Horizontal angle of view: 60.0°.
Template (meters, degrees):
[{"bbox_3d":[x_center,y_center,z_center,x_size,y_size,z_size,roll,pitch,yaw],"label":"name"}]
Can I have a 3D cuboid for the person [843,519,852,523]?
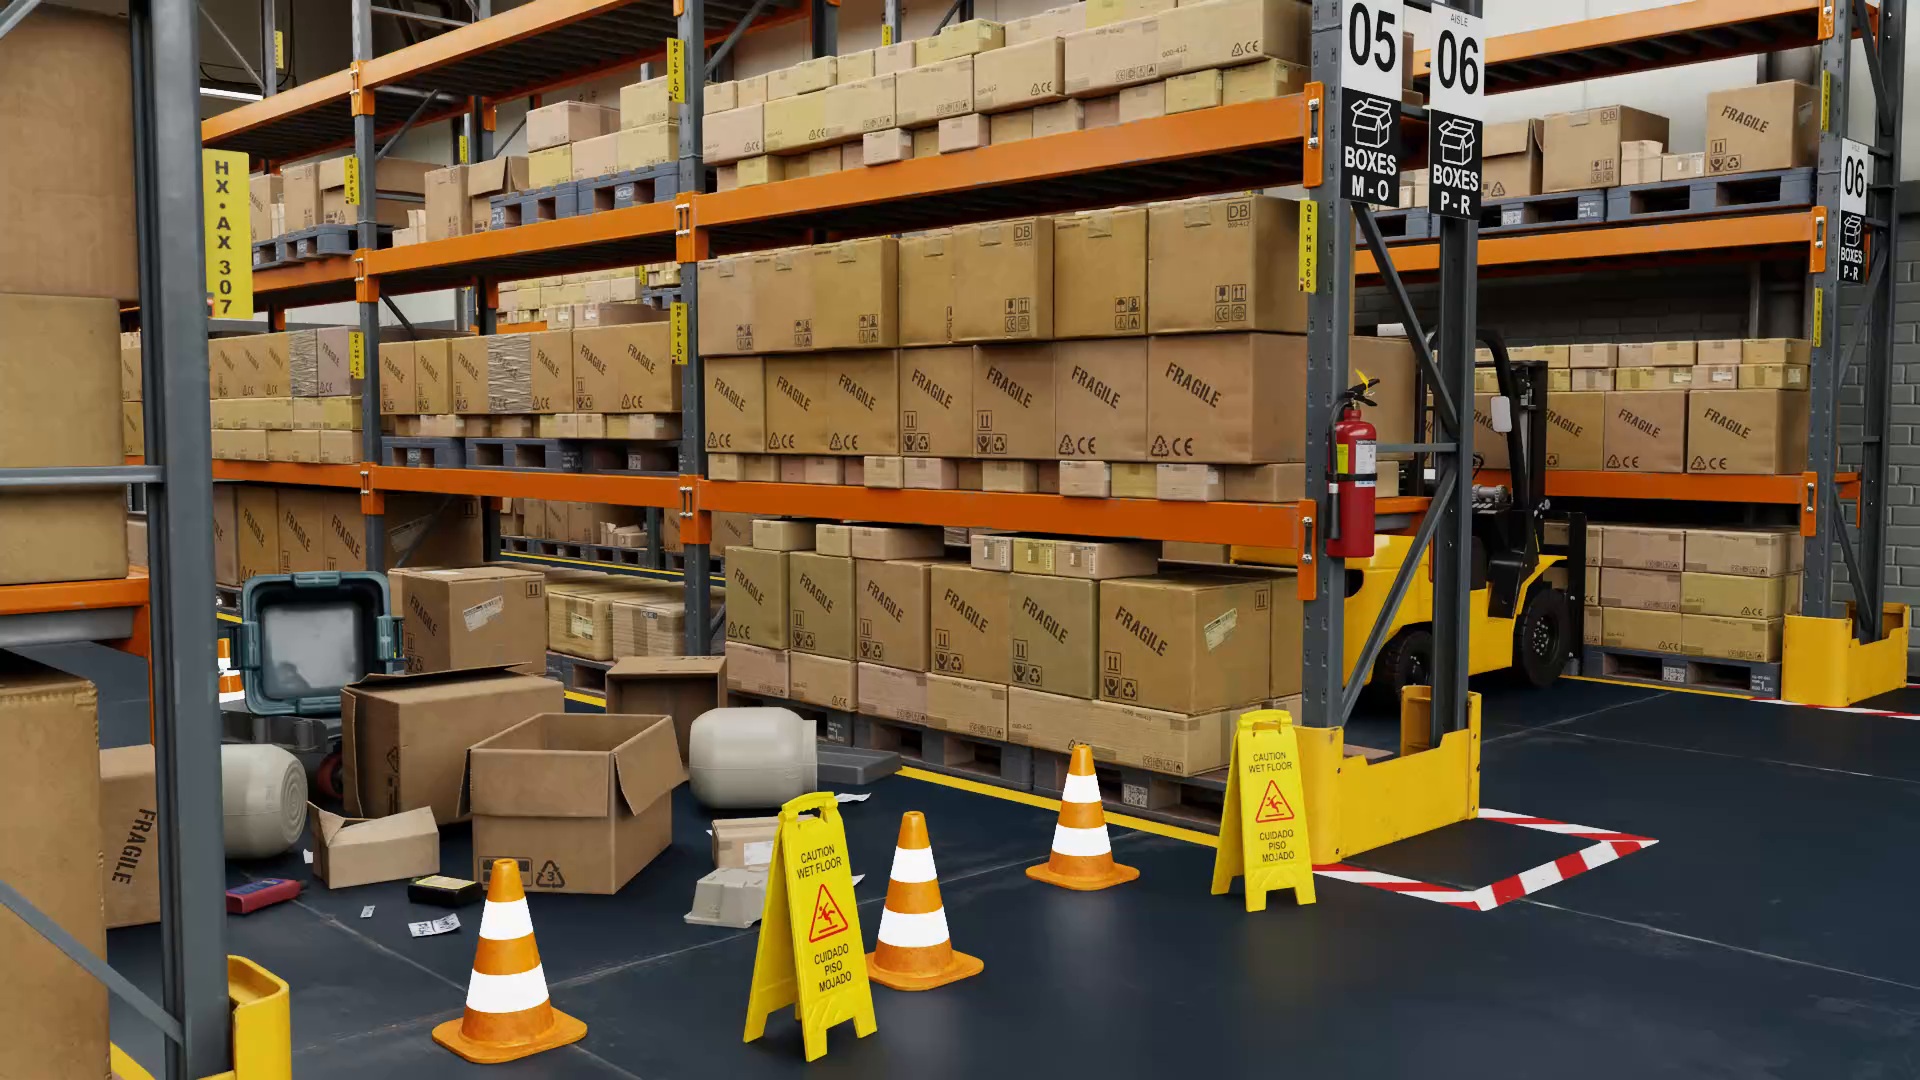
[{"bbox_3d":[-0.748,0.218,11.780,0.416,0.806,0.777,4,6,45],"label":"person"}]
